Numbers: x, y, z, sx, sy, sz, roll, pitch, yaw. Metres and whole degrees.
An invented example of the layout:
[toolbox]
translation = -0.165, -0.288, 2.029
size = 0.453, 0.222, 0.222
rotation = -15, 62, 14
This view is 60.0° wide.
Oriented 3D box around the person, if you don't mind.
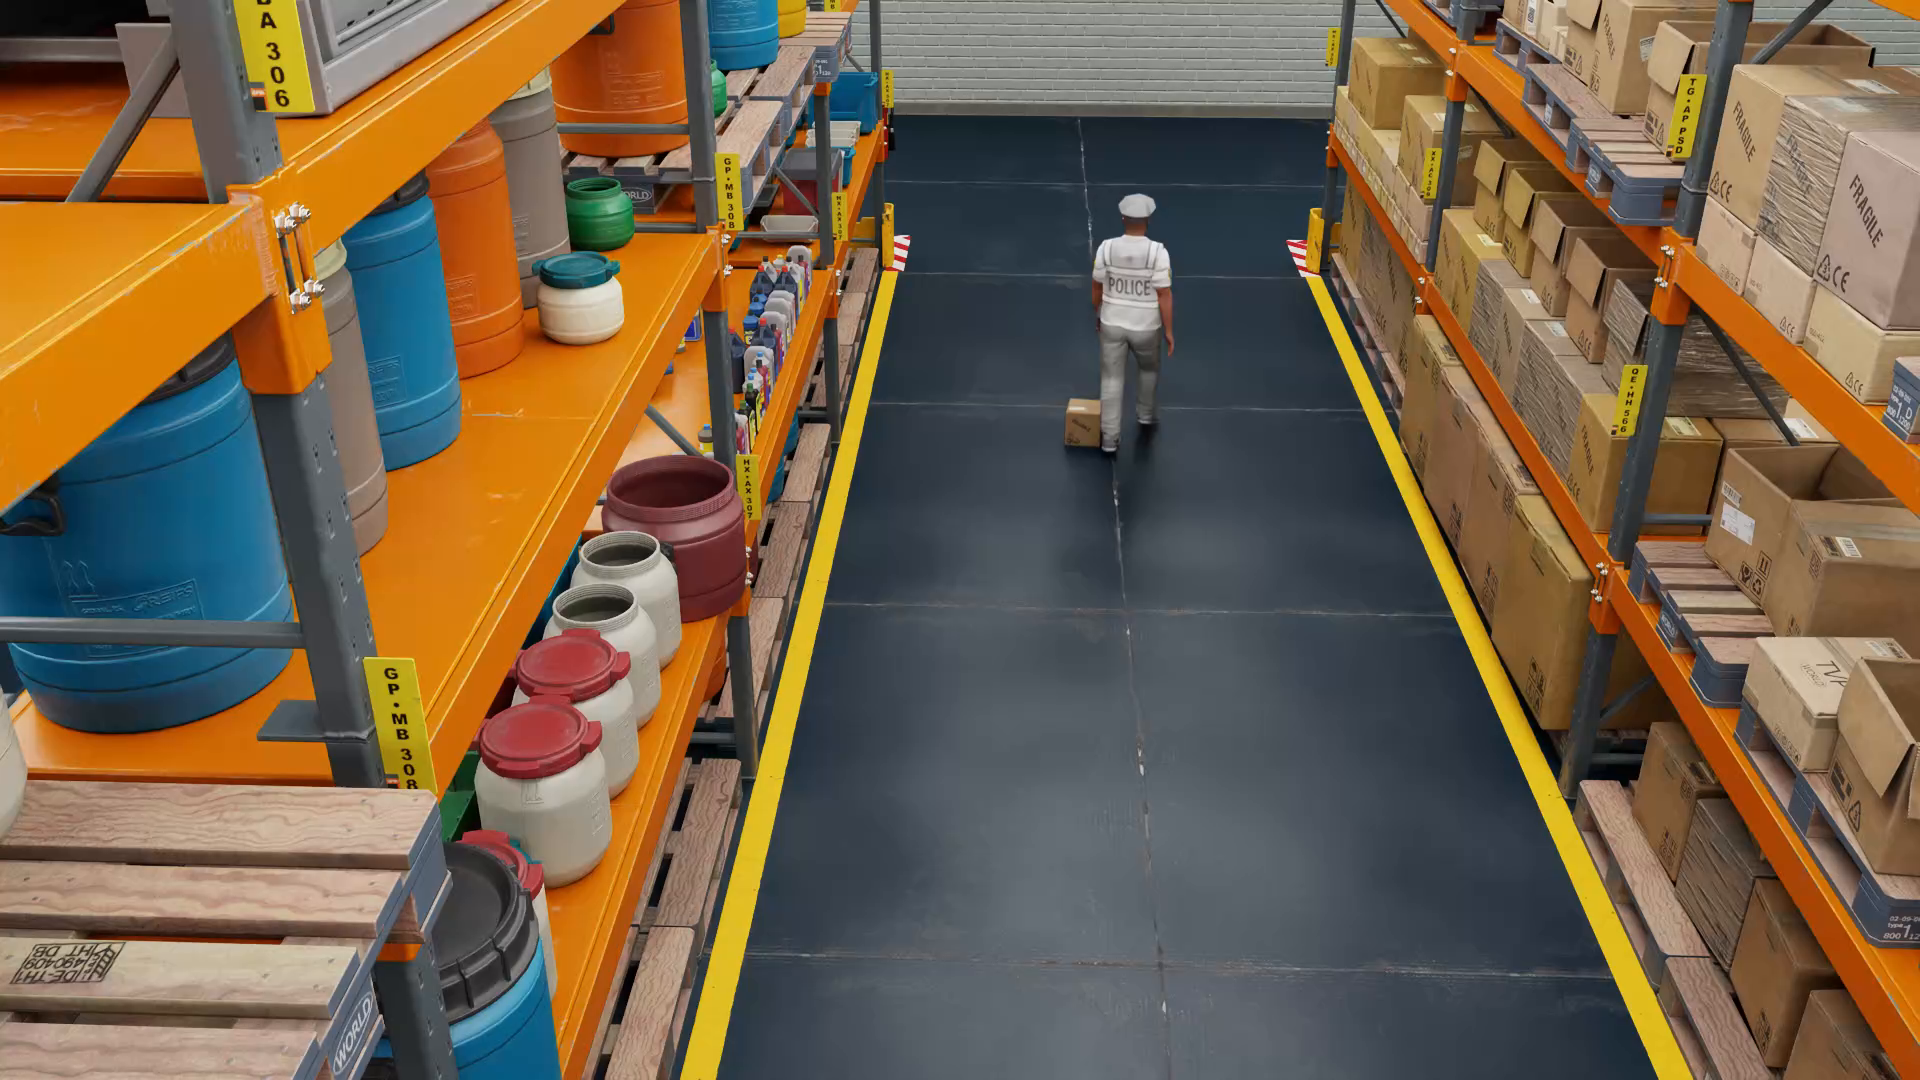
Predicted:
[person]
translation = 1.203, -1.510, 11.476
size = 0.607, 1.781, 0.864
rotation = 7, 29, 13
